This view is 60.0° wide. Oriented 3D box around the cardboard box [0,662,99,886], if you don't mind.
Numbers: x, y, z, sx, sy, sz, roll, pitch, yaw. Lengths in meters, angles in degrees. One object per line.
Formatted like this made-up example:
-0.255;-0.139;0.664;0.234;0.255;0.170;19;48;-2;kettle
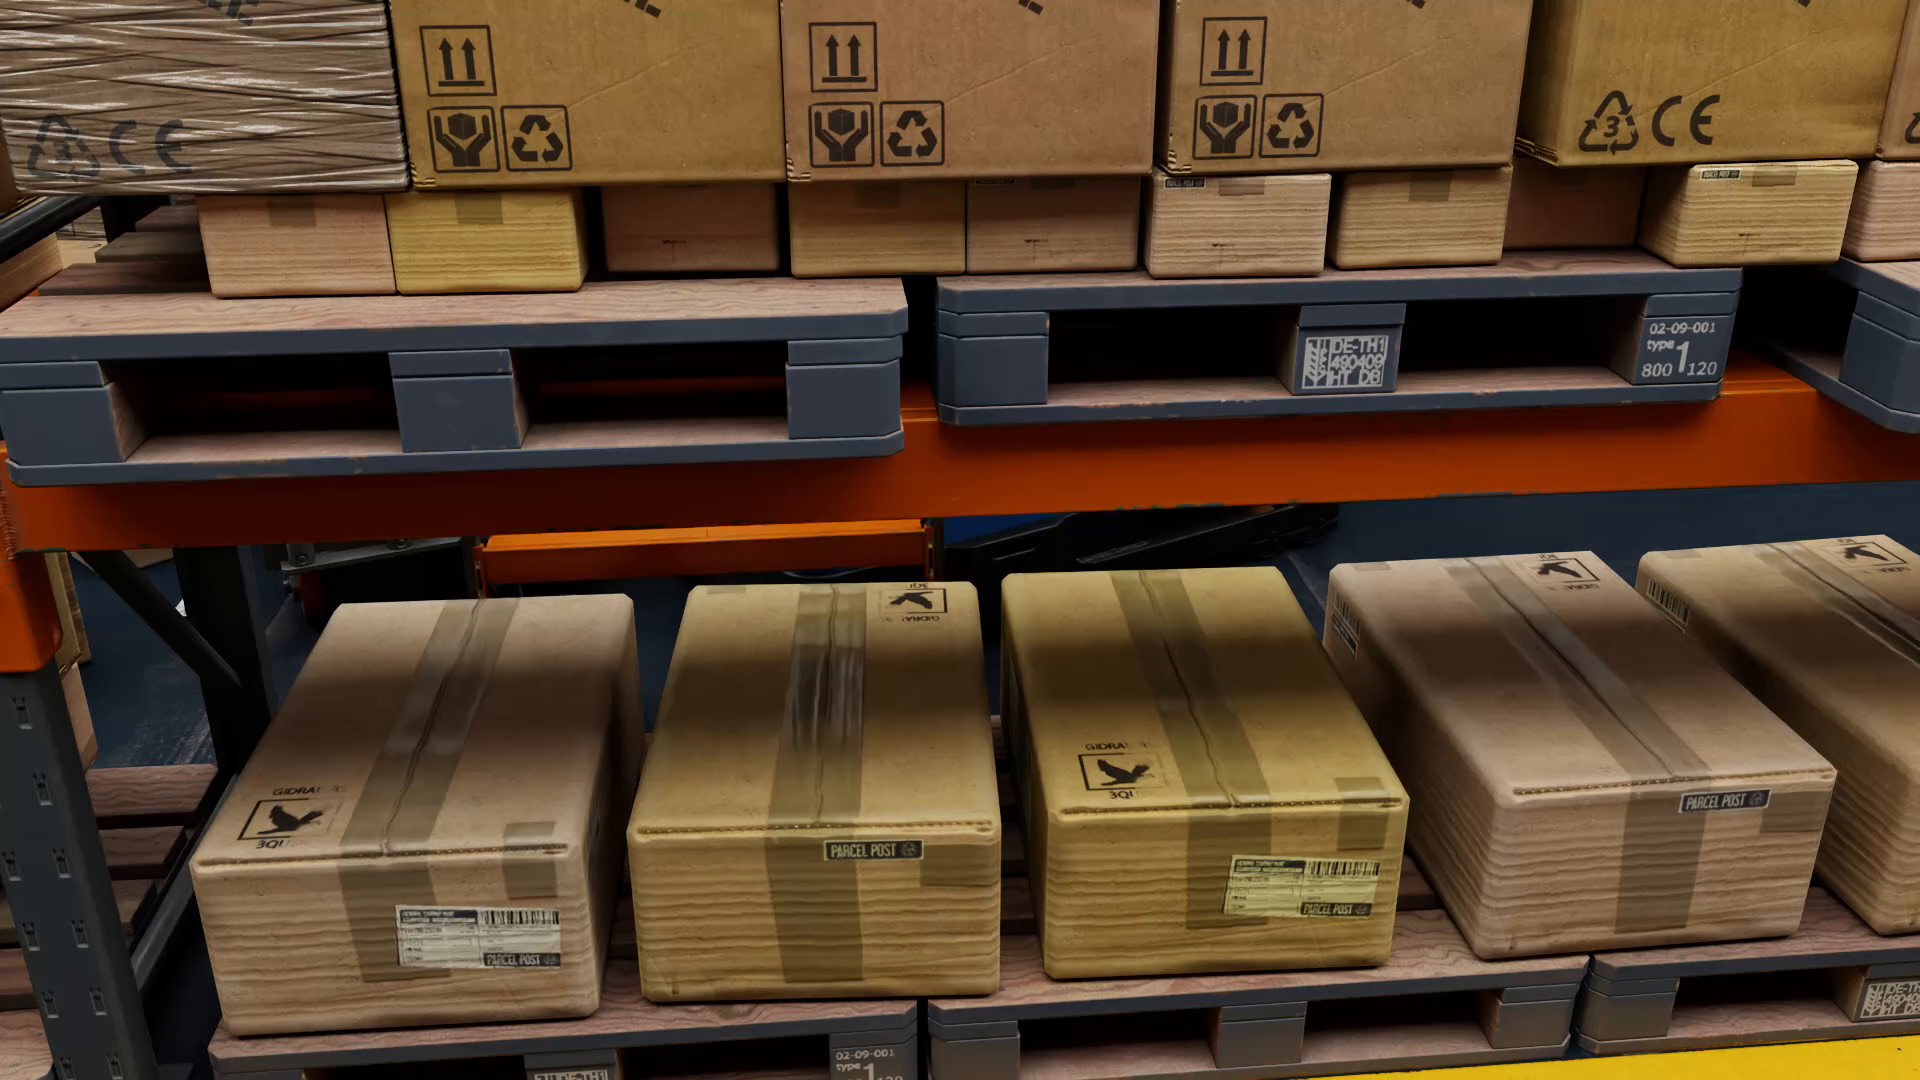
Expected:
-2.110;0.472;3.363;0.500;0.250;0.500;-3;24;-8;cardboard box

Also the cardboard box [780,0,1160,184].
-0.009;-0.818;2.391;0.500;0.500;0.500;-2;24;-5;cardboard box

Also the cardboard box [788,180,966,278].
-0.131;-0.521;2.520;0.250;0.149;0.380;-2;24;-4;cardboard box

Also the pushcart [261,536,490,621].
-1.770;-0.228;5.299;0.936;0.377;1.648;-11;26;-23;pushcart

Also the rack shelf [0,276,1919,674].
0.494;-0.258;3.023;4.000;0.370;1.077;-2;24;-5;rack shelf

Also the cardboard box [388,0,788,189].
-0.503;-0.804;2.359;0.500;0.500;0.500;-2;24;-5;cardboard box

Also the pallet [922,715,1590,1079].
0.496;0.685;3.448;1.213;0.211;1.003;-2;24;-5;pallet

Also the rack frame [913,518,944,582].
-0.078;-0.212;3.880;0.032;1.500;0.500;-3;24;-6;rack frame

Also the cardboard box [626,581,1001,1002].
-0.259;0.450;3.263;0.625;0.372;0.950;-1;24;-2;cardboard box

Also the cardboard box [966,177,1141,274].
0.115;-0.530;2.541;0.250;0.149;0.380;-2;24;-5;cardboard box

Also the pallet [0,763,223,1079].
-2.161;0.808;3.172;1.213;0.211;1.003;-2;24;-5;pallet

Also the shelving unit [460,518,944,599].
-0.574;-0.189;3.829;1.083;1.500;0.587;-3;24;-6;shelving unit

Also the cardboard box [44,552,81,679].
-2.110;0.129;3.211;0.500;0.500;0.500;-1;24;-3;cardboard box

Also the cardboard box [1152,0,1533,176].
0.501;-0.843;2.446;0.500;0.500;0.500;-3;24;-7;cardboard box

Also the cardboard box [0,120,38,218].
-1.961;-0.784;2.831;0.500;0.500;0.500;-2;24;-5;cardboard box

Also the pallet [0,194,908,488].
-0.721;-0.391;2.673;1.213;0.211;1.003;-2;24;-5;pallet

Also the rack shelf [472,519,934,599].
-0.583;-0.025;3.901;1.000;0.185;0.538;-3;24;-6;rack shelf

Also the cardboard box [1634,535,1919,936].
1.921;0.361;3.464;0.625;0.372;0.950;-4;24;-9;cardboard box

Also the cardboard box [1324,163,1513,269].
0.647;-0.542;2.568;0.250;0.149;0.380;-3;24;-7;cardboard box

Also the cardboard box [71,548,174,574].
-2.518;-0.093;5.132;0.258;0.266;0.396;22;32;40;cardboard box

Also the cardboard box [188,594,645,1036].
-0.974;0.480;3.196;0.625;0.372;0.950;-2;24;-4;cardboard box

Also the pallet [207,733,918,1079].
-0.721;0.735;3.335;1.213;0.211;1.003;-2;24;-5;pallet

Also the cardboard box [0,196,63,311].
-1.841;-0.509;3.012;0.250;0.149;0.380;-2;24;-5;cardboard box

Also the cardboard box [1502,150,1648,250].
0.889;-0.585;2.665;0.250;0.149;0.380;-2;24;-5;cardboard box

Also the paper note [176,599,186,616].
-2.191;0.181;4.805;0.142;0.019;0.148;-2;24;-5;paper note

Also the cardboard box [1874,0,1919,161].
1.546;-0.885;2.541;0.500;0.500;0.500;-3;24;-6;cardboard box

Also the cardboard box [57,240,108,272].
-3.527;-0.886;6.625;0.500;0.500;0.500;2;24;4;cardboard box

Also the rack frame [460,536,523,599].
-1.088;-0.166;3.777;0.032;1.500;0.500;-3;24;-6;rack frame

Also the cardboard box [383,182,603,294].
-0.665;-0.485;2.440;0.250;0.149;0.380;-2;24;-4;cardboard box

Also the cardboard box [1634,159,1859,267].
1.152;-0.544;2.573;0.250;0.149;0.380;-2;24;-4;cardboard box

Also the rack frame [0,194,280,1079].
-1.496;-0.507;2.698;0.127;3.000;1.000;-2;24;-5;rack frame

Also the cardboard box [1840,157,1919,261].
1.424;-0.561;2.611;0.250;0.149;0.380;-3;24;-8;cardboard box

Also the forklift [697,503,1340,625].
0.590;-1.450;4.903;3.031;2.935;1.130;-15;28;-29;forklift

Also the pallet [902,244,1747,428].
0.519;-0.484;2.881;1.213;0.211;1.003;-2;24;-5;pallet

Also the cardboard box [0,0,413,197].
-1.001;-0.783;2.313;0.500;0.500;0.500;-2;24;-4;cardboard box

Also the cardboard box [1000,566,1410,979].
0.433;0.421;3.327;0.625;0.372;0.950;-2;24;-3;cardboard box

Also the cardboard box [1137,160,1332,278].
0.385;-0.519;2.518;0.250;0.149;0.380;-1;24;-3;cardboard box

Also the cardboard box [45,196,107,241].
-3.612;-1.690;7.459;0.875;0.875;0.875;-2;24;-5;cardboard box

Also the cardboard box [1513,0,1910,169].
1.044;-0.864;2.495;0.500;0.500;0.500;-4;24;-9;cardboard box

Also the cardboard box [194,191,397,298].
-0.915;-0.479;2.426;0.250;0.149;0.380;-2;24;-4;cardboard box

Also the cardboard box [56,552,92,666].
-2.696;0.127;4.346;0.500;0.500;0.500;16;28;31;cardboard box

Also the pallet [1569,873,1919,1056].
1.707;0.638;3.555;1.213;0.211;1.003;-2;24;-5;pallet

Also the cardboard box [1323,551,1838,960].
1.188;0.393;3.390;0.625;0.372;0.950;-3;24;-6;cardboard box

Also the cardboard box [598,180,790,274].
-0.391;-0.527;2.535;0.250;0.149;0.380;-1;24;-2;cardboard box

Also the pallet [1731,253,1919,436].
1.786;-0.508;2.935;1.003;0.211;1.213;-2;24;-5;pallet

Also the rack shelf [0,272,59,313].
-3.486;-0.099;2.664;4.000;0.370;1.077;-2;24;-5;rack shelf
